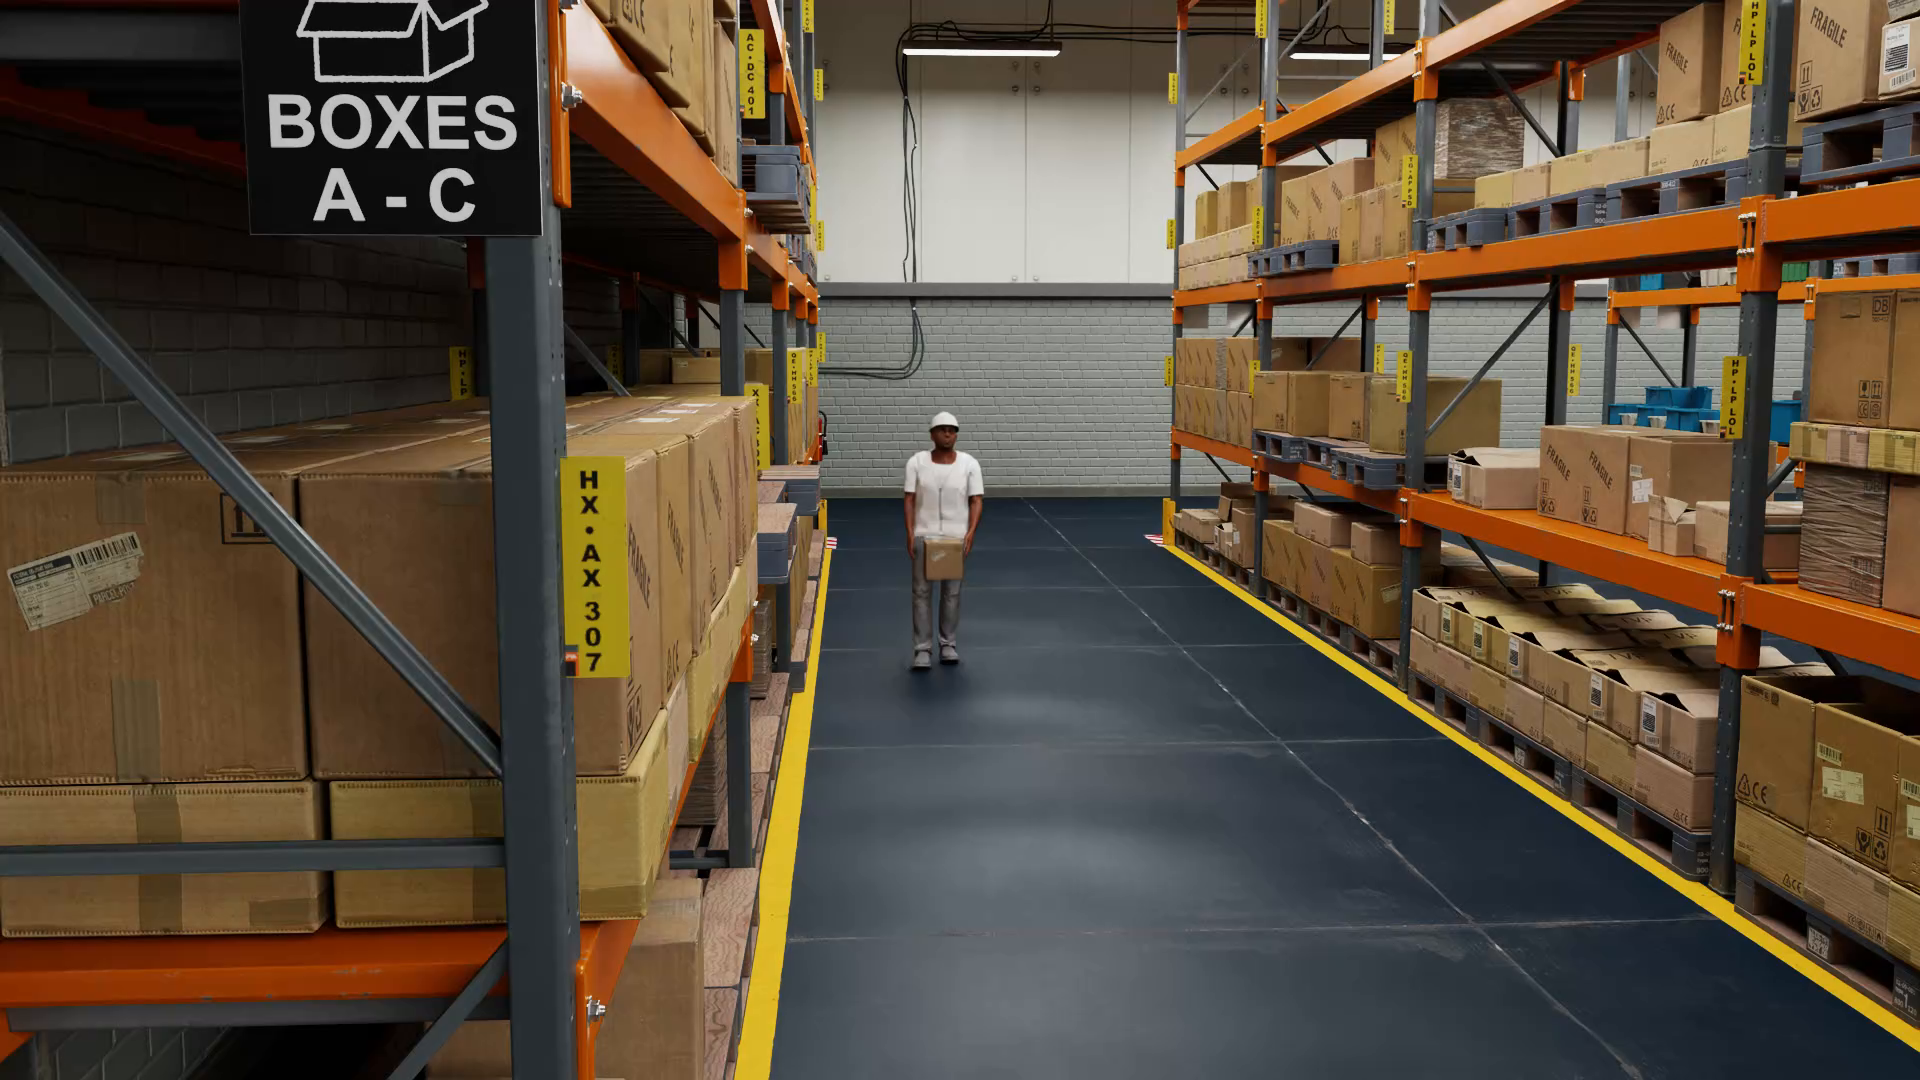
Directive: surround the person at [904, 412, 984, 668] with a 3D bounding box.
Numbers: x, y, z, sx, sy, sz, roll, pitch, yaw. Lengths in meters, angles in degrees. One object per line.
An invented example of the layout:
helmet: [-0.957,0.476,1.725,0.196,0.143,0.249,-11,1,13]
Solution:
person: [-0.108,-0.006,11.587,0.564,1.764,0.636,0,7,-3]
